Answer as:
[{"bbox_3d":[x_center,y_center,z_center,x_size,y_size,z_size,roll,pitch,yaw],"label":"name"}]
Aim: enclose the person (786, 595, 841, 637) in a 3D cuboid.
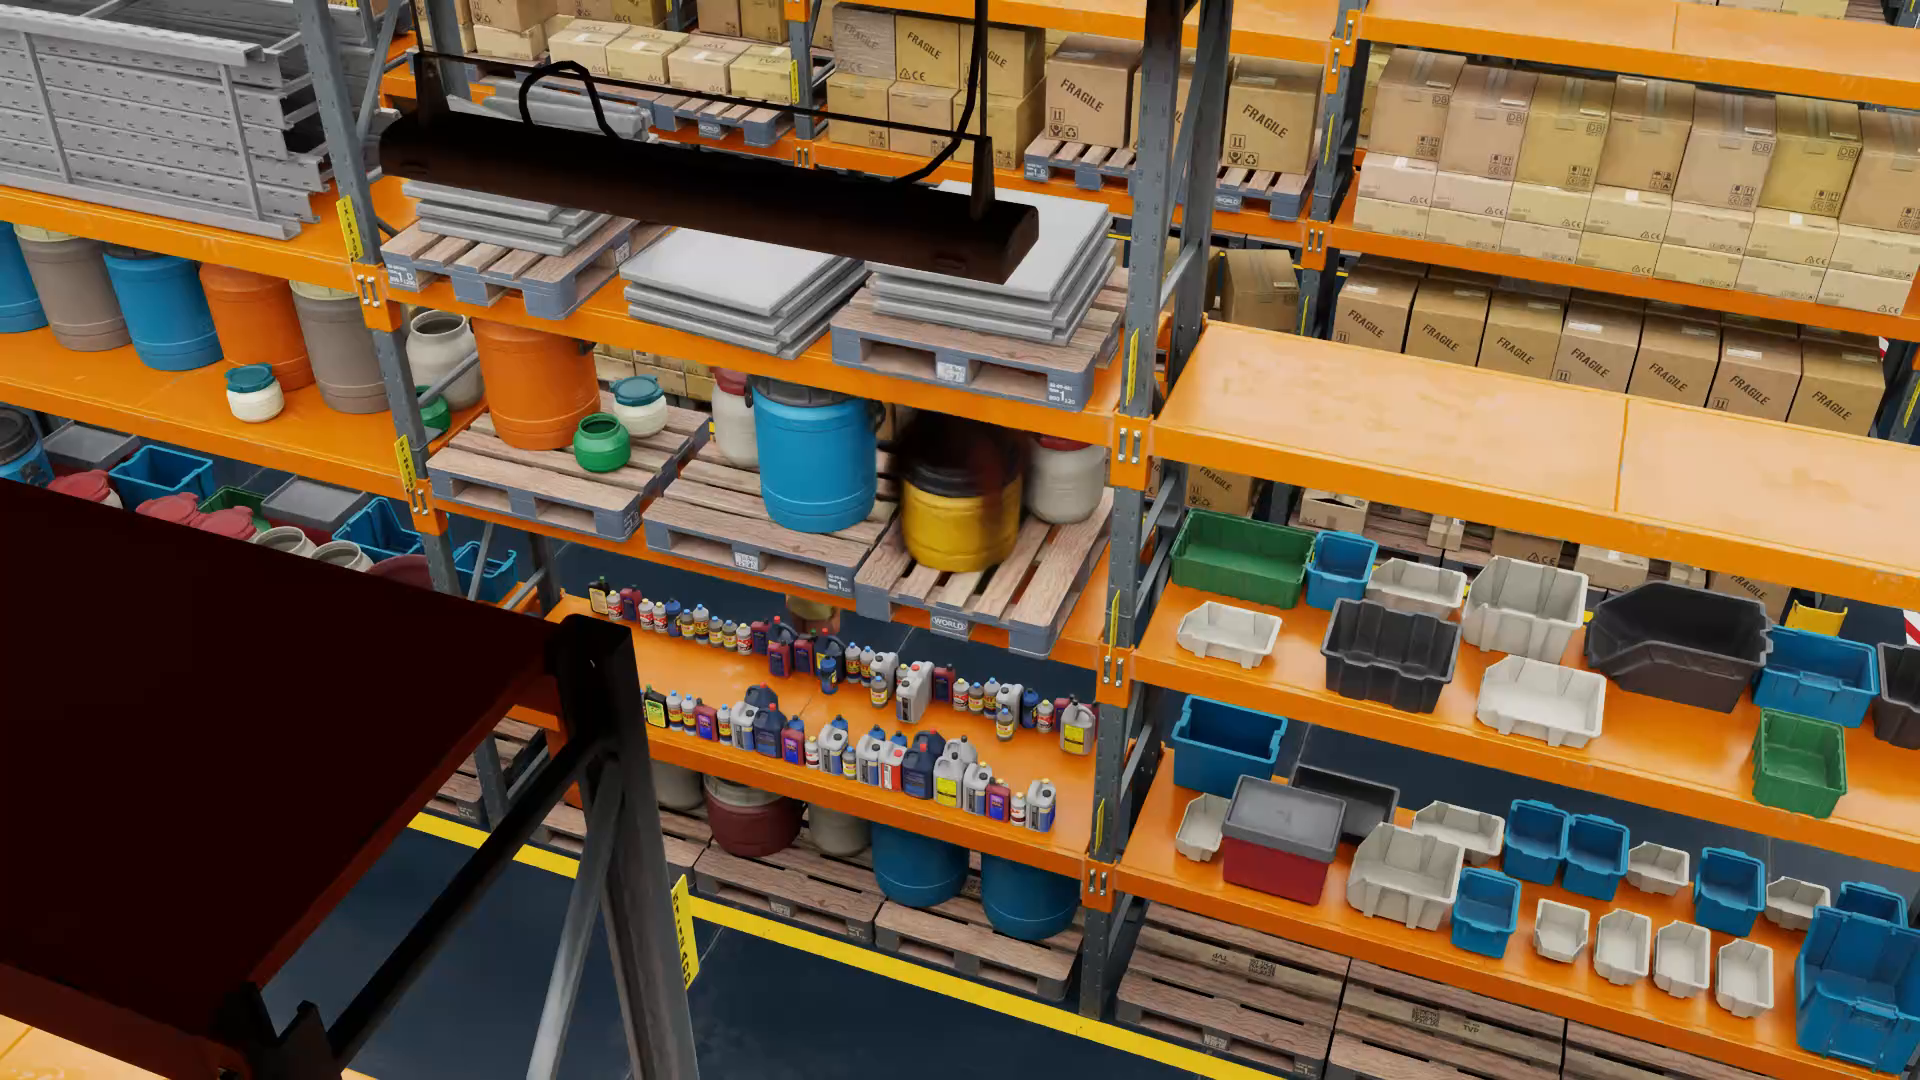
[{"bbox_3d":[-1.005,0.491,11.284,0.515,1.714,0.358,26,44,30],"label":"person"}]
